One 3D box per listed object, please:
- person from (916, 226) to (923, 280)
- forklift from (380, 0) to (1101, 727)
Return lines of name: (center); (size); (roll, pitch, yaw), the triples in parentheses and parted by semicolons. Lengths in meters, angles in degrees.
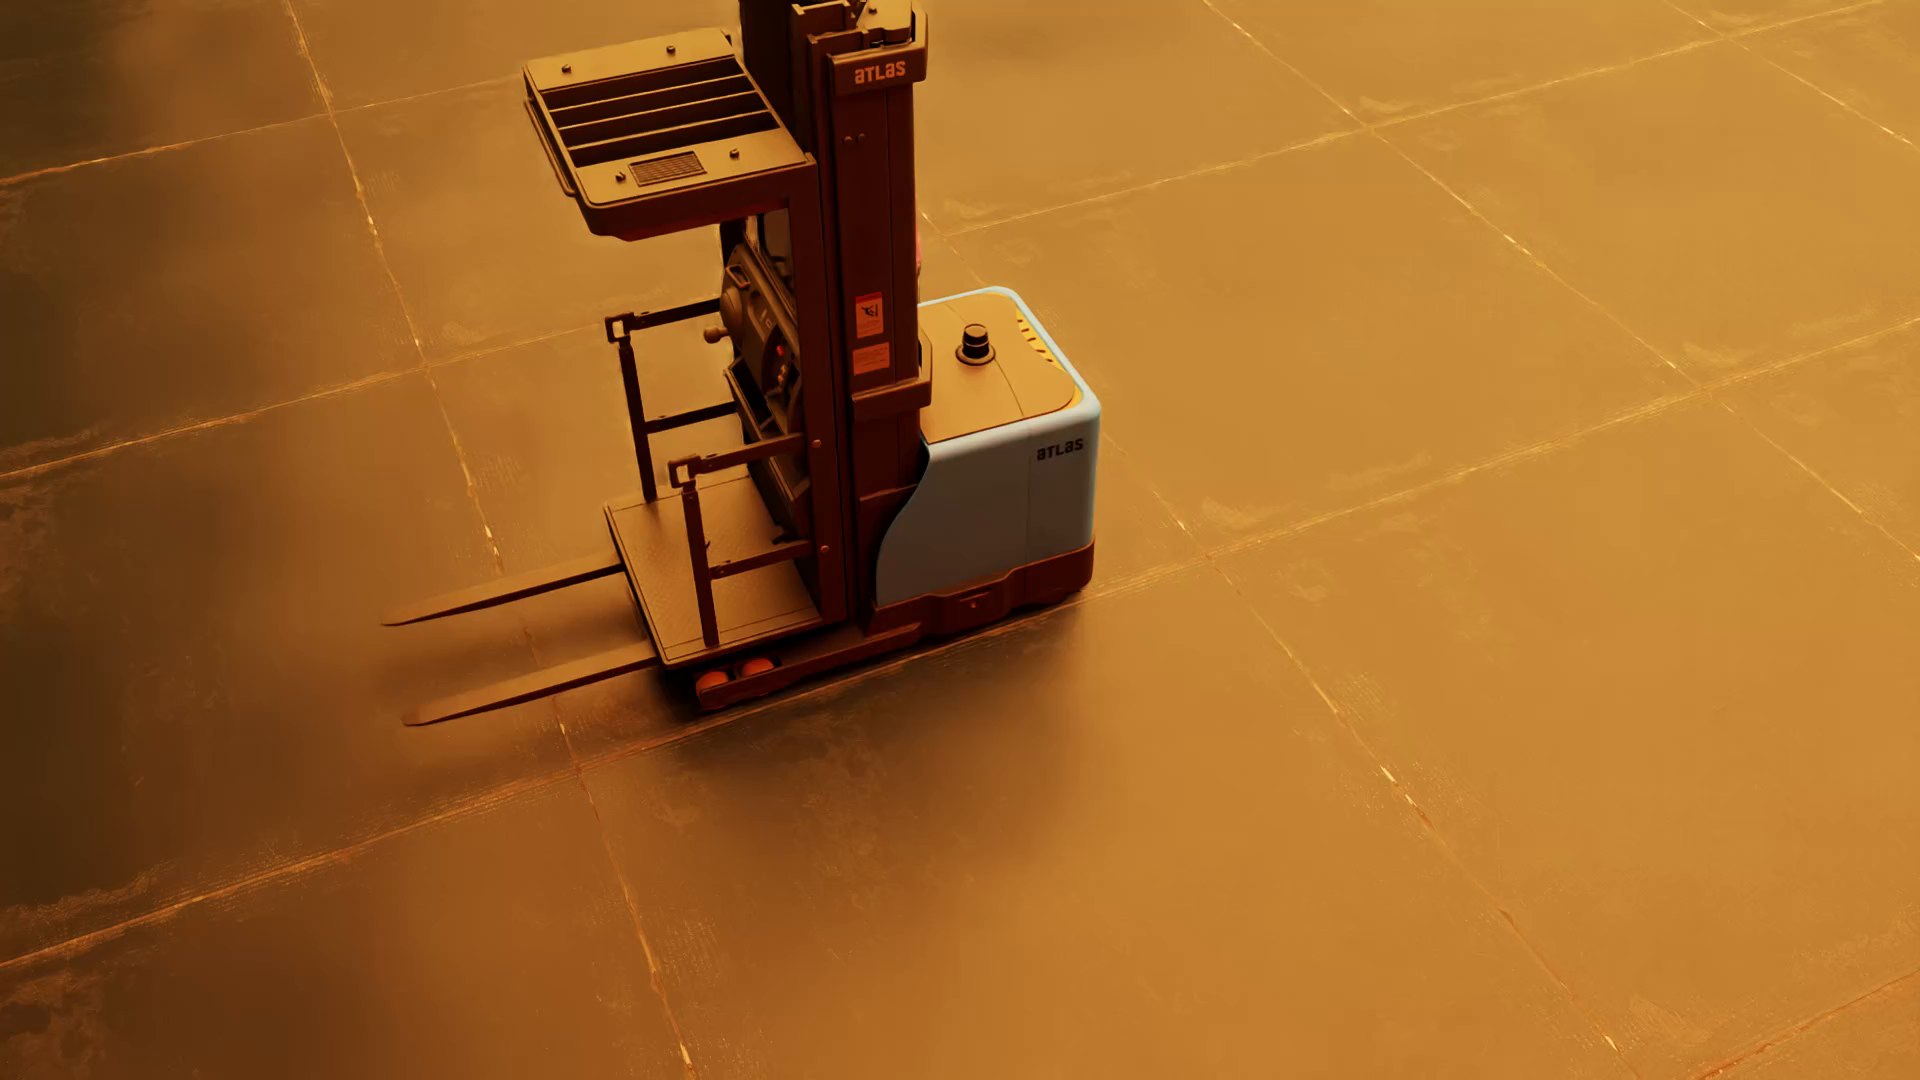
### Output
person: (-0.430, -1.430, 8.385); (0.542, 1.375, 0.749); (-26, 49, -26)
forklift: (-0.966, -0.764, 6.499); (3.031, 2.935, 1.130); (-16, 45, -16)
